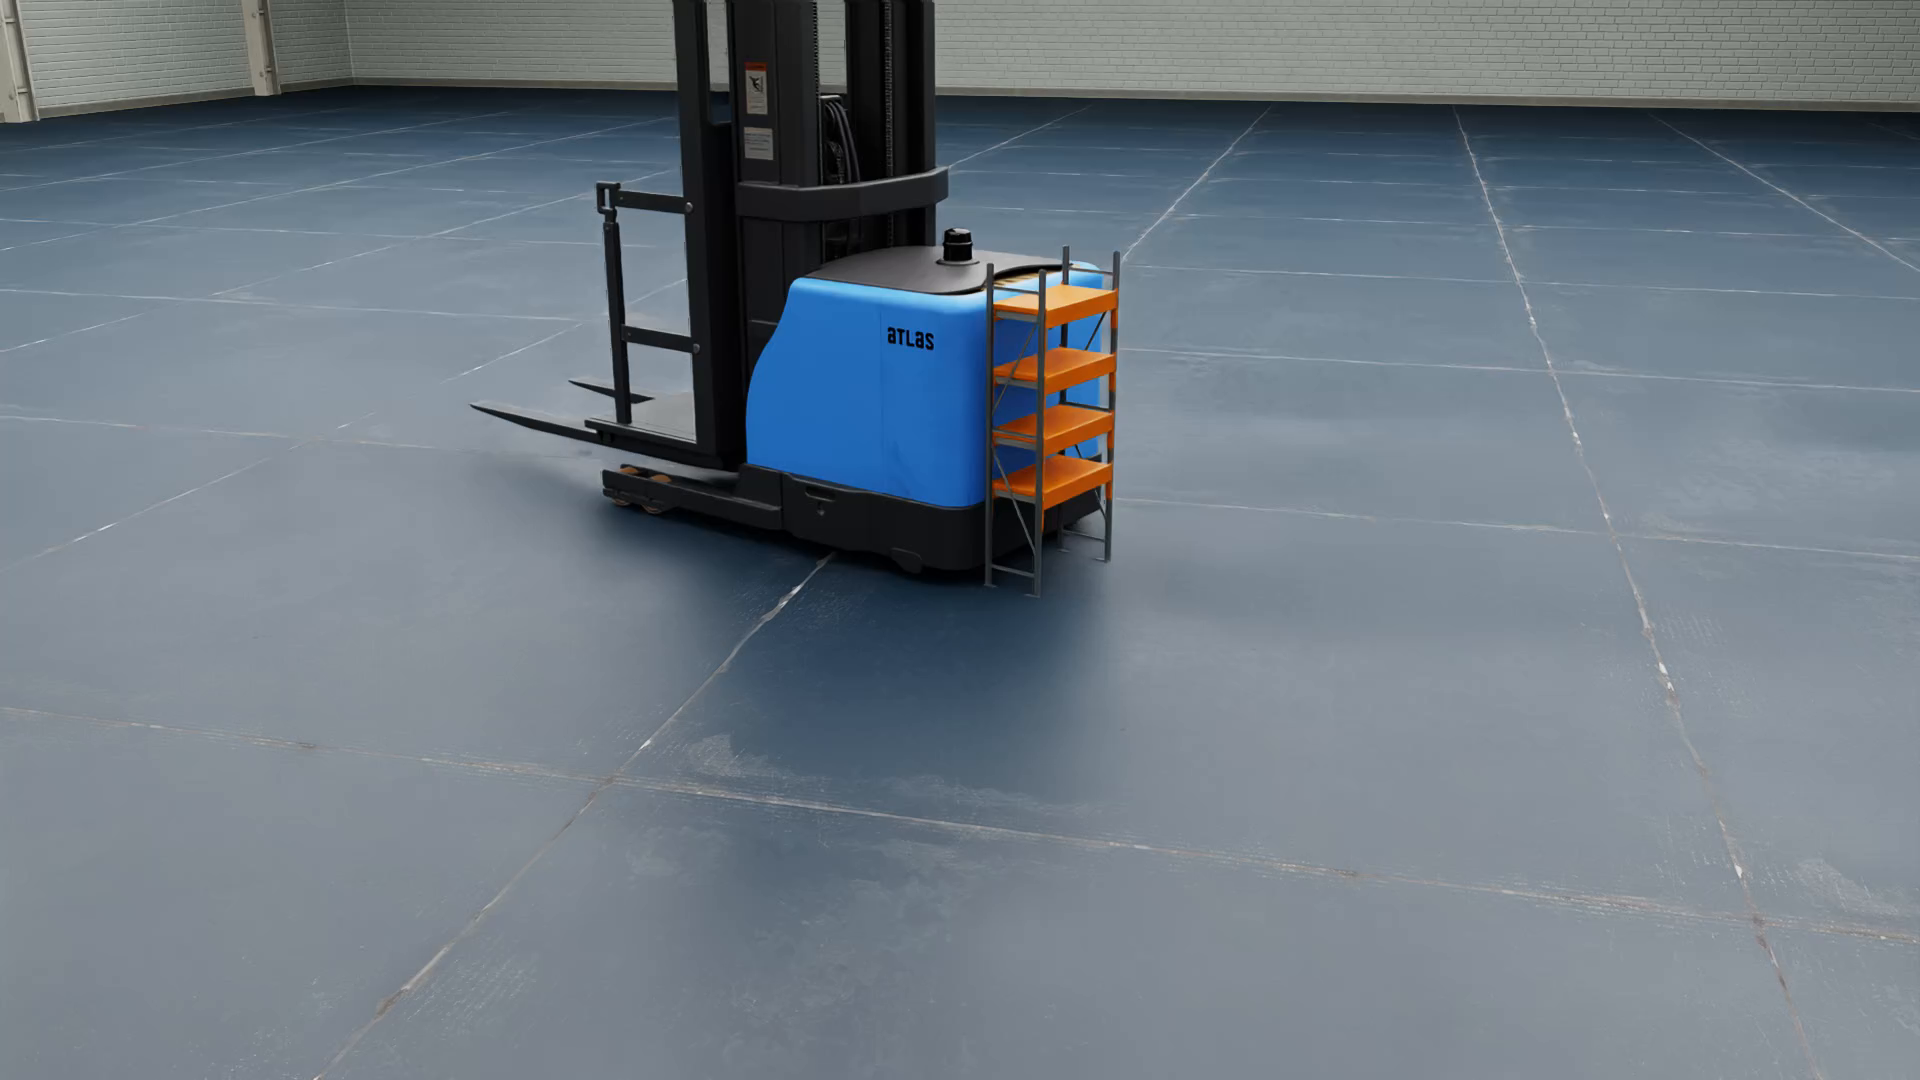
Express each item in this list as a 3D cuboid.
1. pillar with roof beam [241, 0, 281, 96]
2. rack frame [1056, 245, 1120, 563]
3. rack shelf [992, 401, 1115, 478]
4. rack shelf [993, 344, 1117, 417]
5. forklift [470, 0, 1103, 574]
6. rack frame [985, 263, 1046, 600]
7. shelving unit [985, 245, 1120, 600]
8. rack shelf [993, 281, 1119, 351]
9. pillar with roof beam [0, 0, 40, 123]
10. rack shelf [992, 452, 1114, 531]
[{"bbox_3d":[-8.712,-12.205,28.498,9.100,9.000,0.400,5,19,13],"label":"pillar with roof beam"},{"bbox_3d":[0.482,-0.503,6.303,0.240,1.200,0.015,13,23,34],"label":"rack frame"},{"bbox_3d":[0.338,-0.376,6.139,0.258,0.148,0.480,13,23,34],"label":"rack shelf"},{"bbox_3d":[0.338,-0.587,6.067,0.258,0.148,0.480,13,23,34],"label":"rack shelf"},{"bbox_3d":[-0.909,-1.618,6.889,3.031,2.935,1.130,13,23,34],"label":"forklift"},{"bbox_3d":[0.194,-0.376,5.931,0.240,1.200,0.015,13,23,34],"label":"rack frame"},{"bbox_3d":[0.338,-0.439,6.117,0.258,1.200,0.503,13,23,34],"label":"shelving unit"},{"bbox_3d":[0.338,-0.811,5.990,0.258,0.148,0.480,13,23,34],"label":"rack shelf"},{"bbox_3d":[-10.178,-10.324,22.992,9.100,9.000,0.400,5,19,13],"label":"pillar with roof beam"},{"bbox_3d":[0.338,-0.188,6.203,0.258,0.148,0.480,13,23,34],"label":"rack shelf"}]
